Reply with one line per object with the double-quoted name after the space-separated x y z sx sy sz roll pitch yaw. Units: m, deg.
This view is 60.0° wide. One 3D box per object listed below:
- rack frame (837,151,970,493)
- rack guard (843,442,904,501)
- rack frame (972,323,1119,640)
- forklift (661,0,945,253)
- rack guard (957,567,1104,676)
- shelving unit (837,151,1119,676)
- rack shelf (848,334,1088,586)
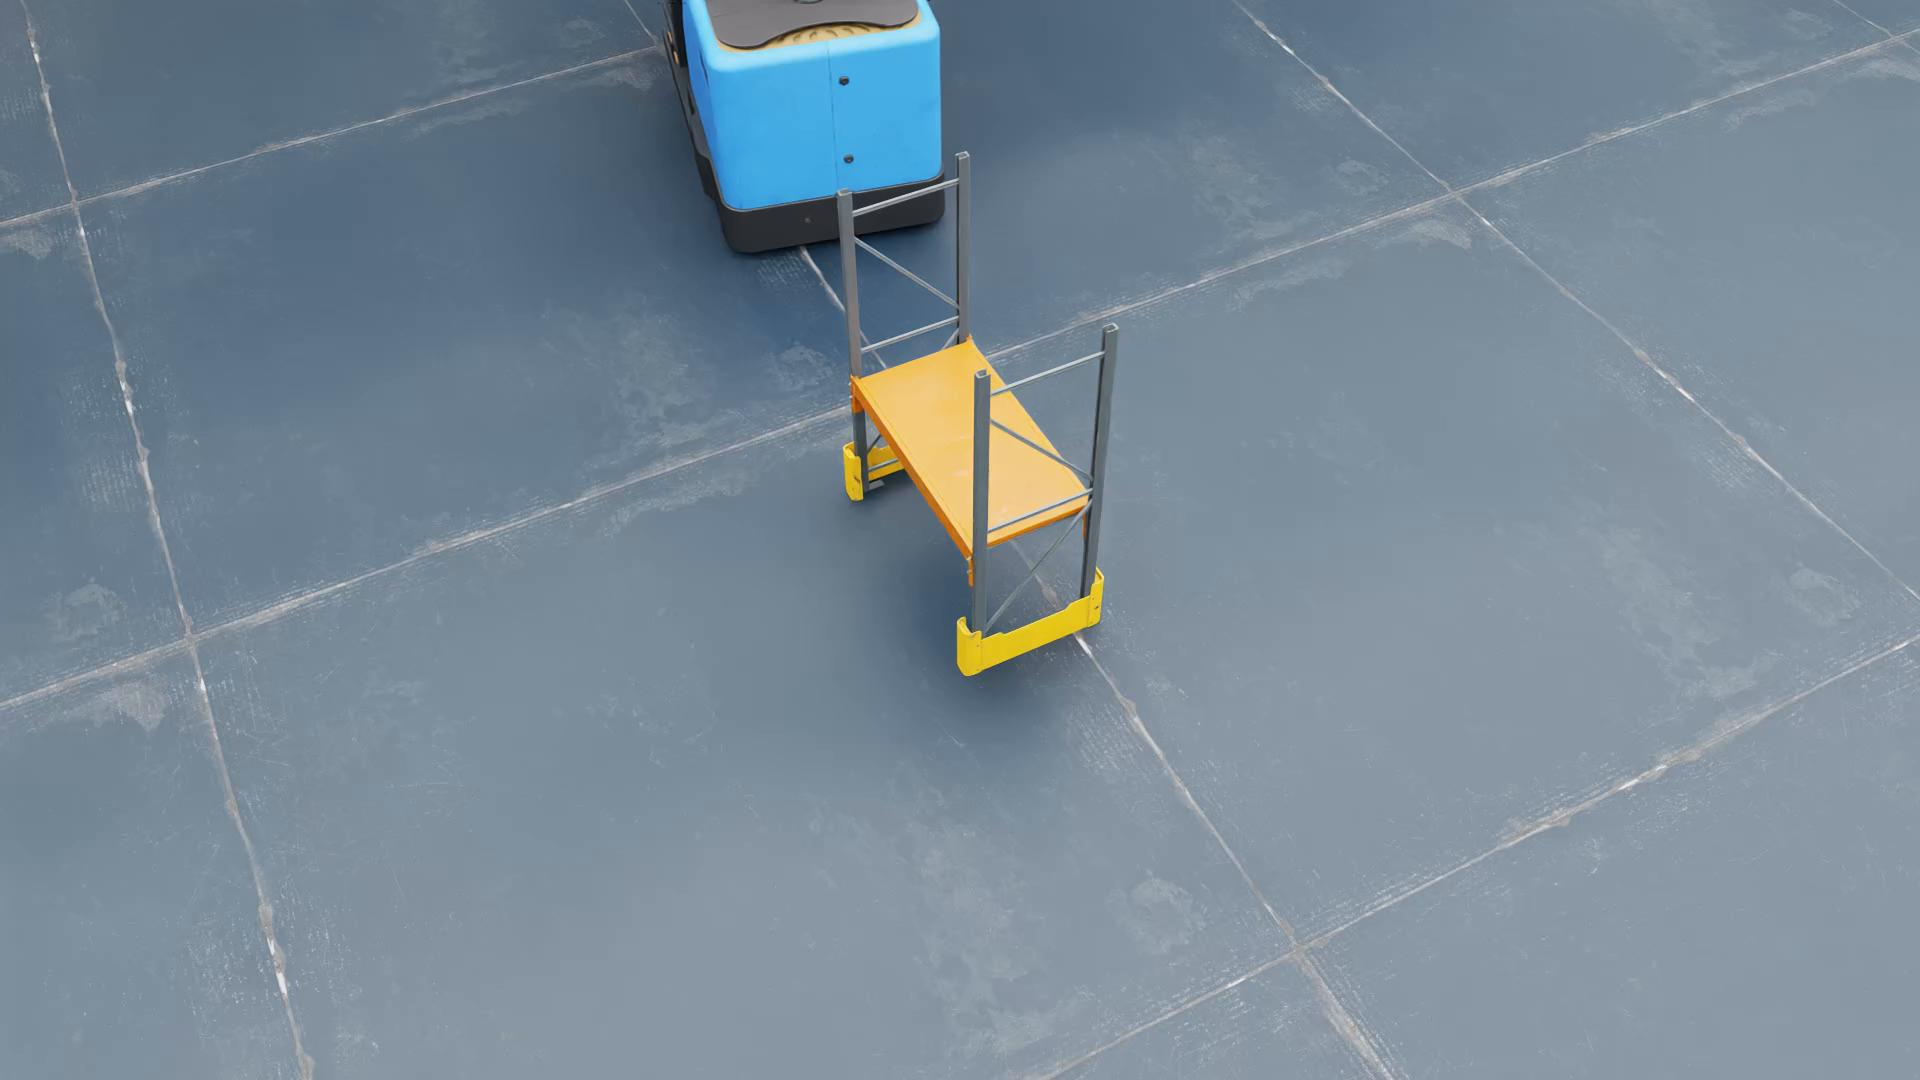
-0.194 -0.777 6.326 0.500 1.500 0.032 -21 52 -18 "rack frame"
-0.193 -0.365 6.795 0.587 0.250 0.087 -21 52 -18 "rack guard"
0.272 -0.096 5.731 0.500 1.500 0.032 -21 52 -18 "rack frame"
-0.950 -3.433 7.698 1.130 2.935 3.031 -12 50 -10 "forklift"
0.263 0.302 6.212 0.587 0.250 0.087 -21 52 -18 "rack guard"
0.035 -0.443 6.033 0.587 1.500 1.083 -21 52 -18 "shelving unit"
0.039 -0.318 6.164 0.538 0.185 1.000 -21 52 -18 "rack shelf"
